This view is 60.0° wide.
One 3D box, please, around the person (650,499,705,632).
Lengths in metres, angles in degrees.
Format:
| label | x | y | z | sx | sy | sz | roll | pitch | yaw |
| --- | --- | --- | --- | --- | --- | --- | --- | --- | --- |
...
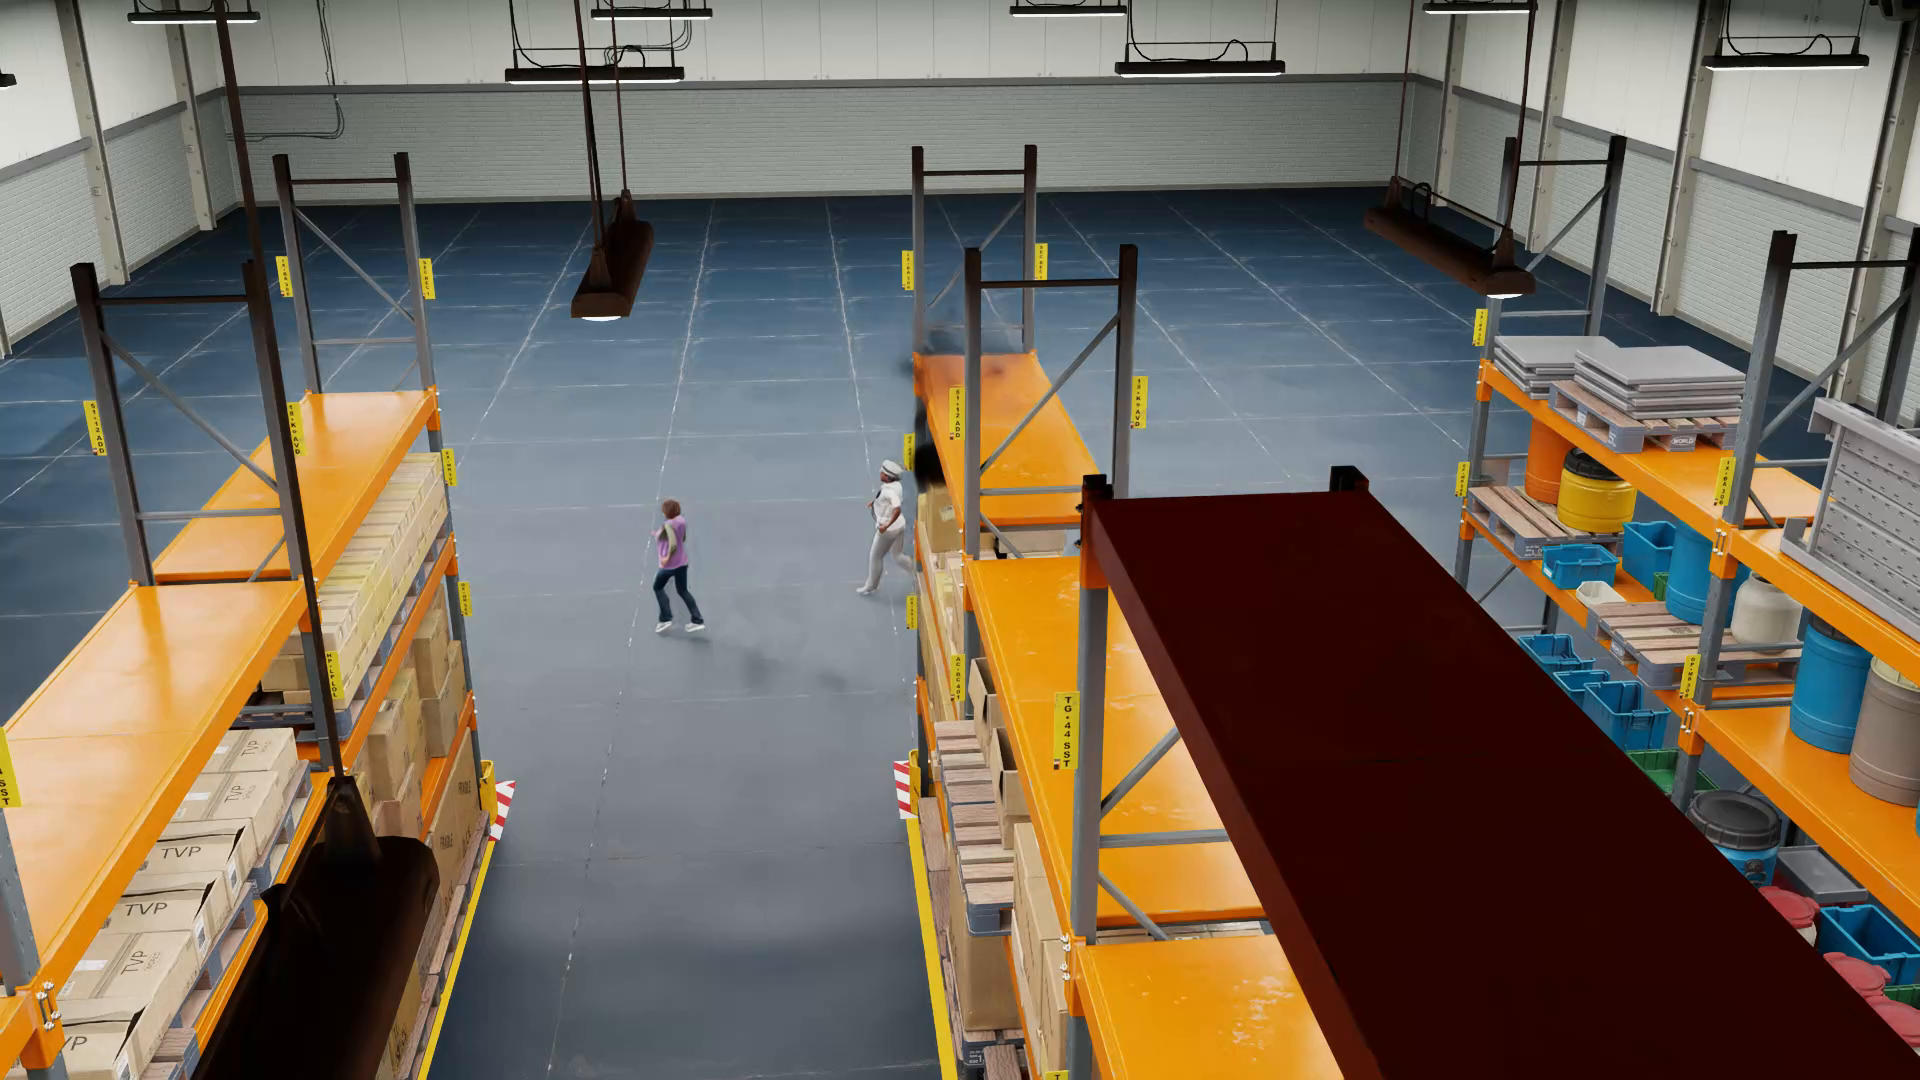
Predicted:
| label | x | y | z | sx | sy | sz | roll | pitch | yaw |
| --- | --- | --- | --- | --- | --- | --- | --- | --- | --- |
| person | -3.203 | 0.318 | 18.675 | 0.700 | 1.624 | 0.522 | 13 | 25 | 29 |

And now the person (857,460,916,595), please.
| label | x | y | z | sx | sy | sz | roll | pitch | yaw |
| --- | --- | --- | --- | --- | --- | --- | --- | --- | --- |
| person | -0.798 | -0.115 | 19.627 | 0.924 | 1.712 | 0.579 | 8 | 23 | 20 |
